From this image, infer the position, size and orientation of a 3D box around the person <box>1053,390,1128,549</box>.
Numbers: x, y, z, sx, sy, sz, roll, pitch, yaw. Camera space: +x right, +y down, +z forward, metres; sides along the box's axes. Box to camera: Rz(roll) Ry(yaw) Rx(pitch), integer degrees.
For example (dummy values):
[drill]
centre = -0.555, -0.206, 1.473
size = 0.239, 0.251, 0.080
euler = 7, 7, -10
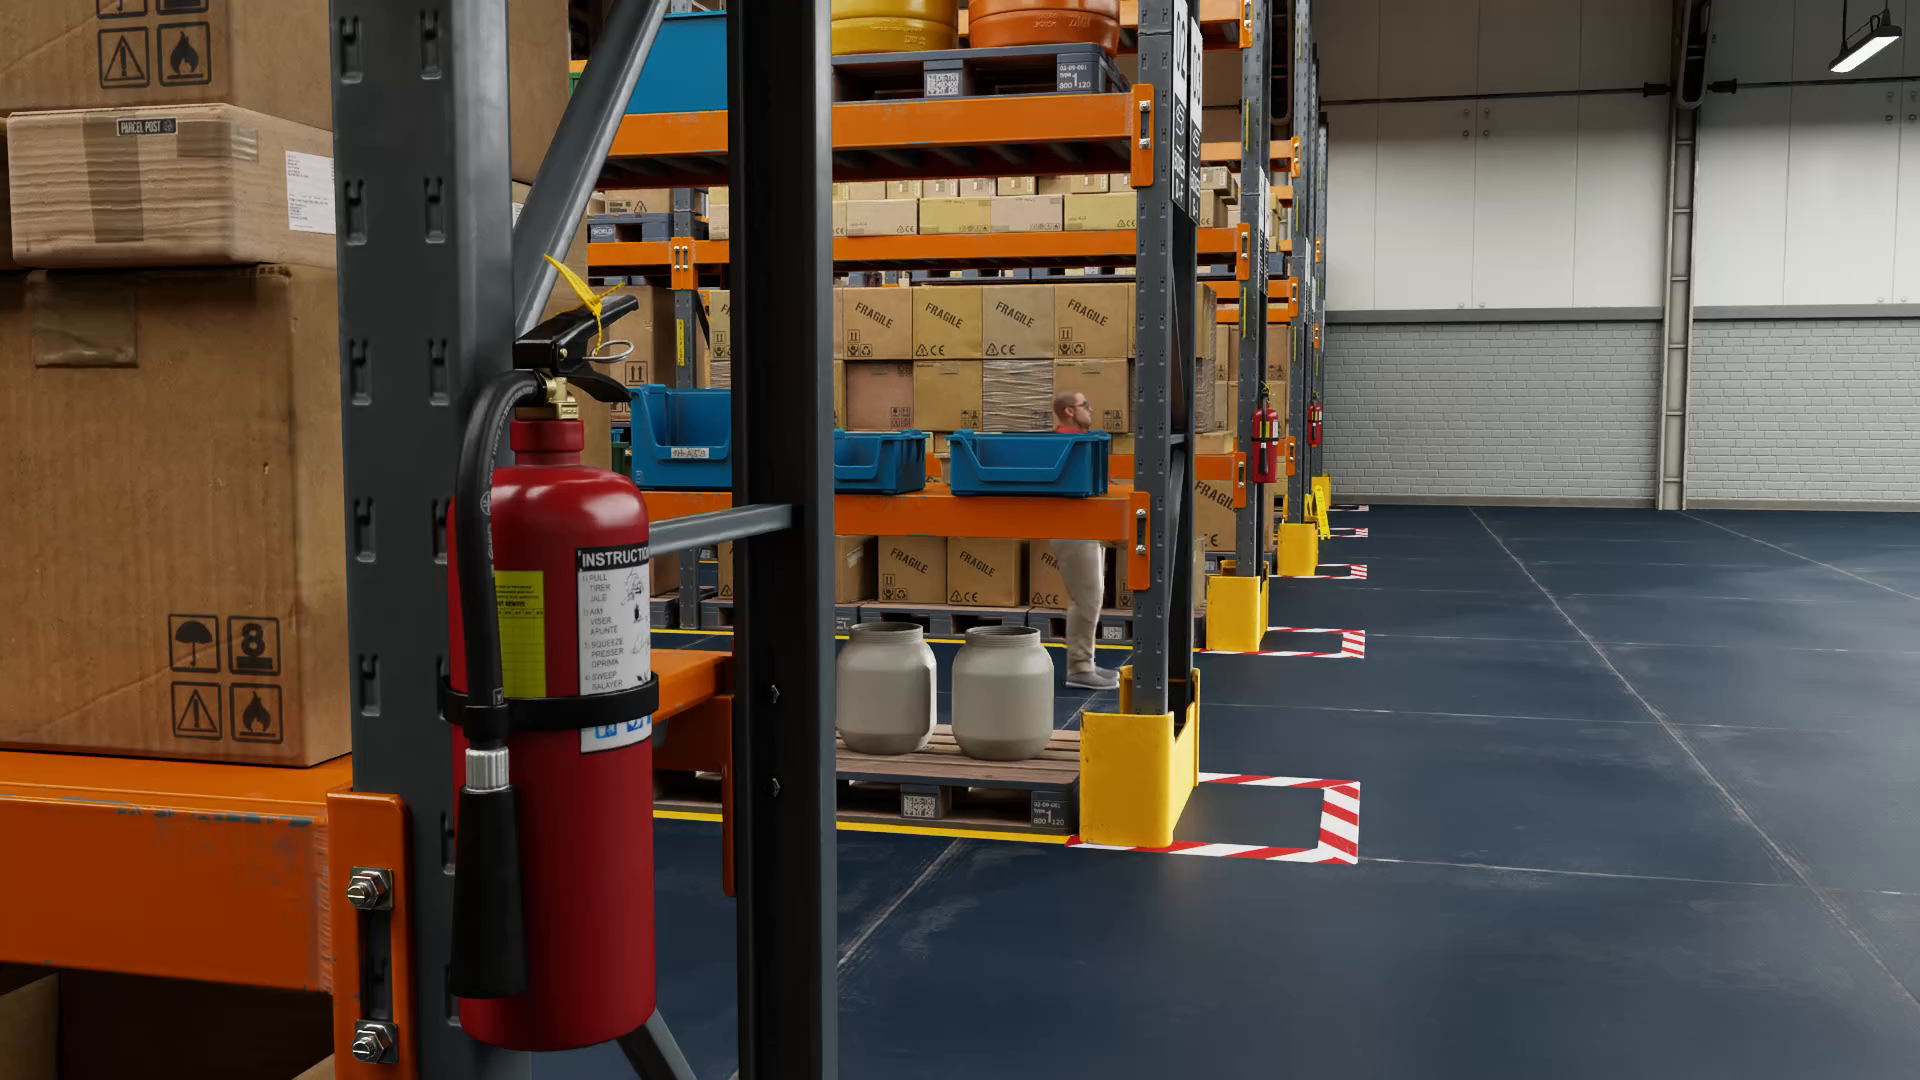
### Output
[person]
centre = 0.784, -0.415, 9.714
size = 0.515, 0.918, 0.507
euler = 1, 5, 13
